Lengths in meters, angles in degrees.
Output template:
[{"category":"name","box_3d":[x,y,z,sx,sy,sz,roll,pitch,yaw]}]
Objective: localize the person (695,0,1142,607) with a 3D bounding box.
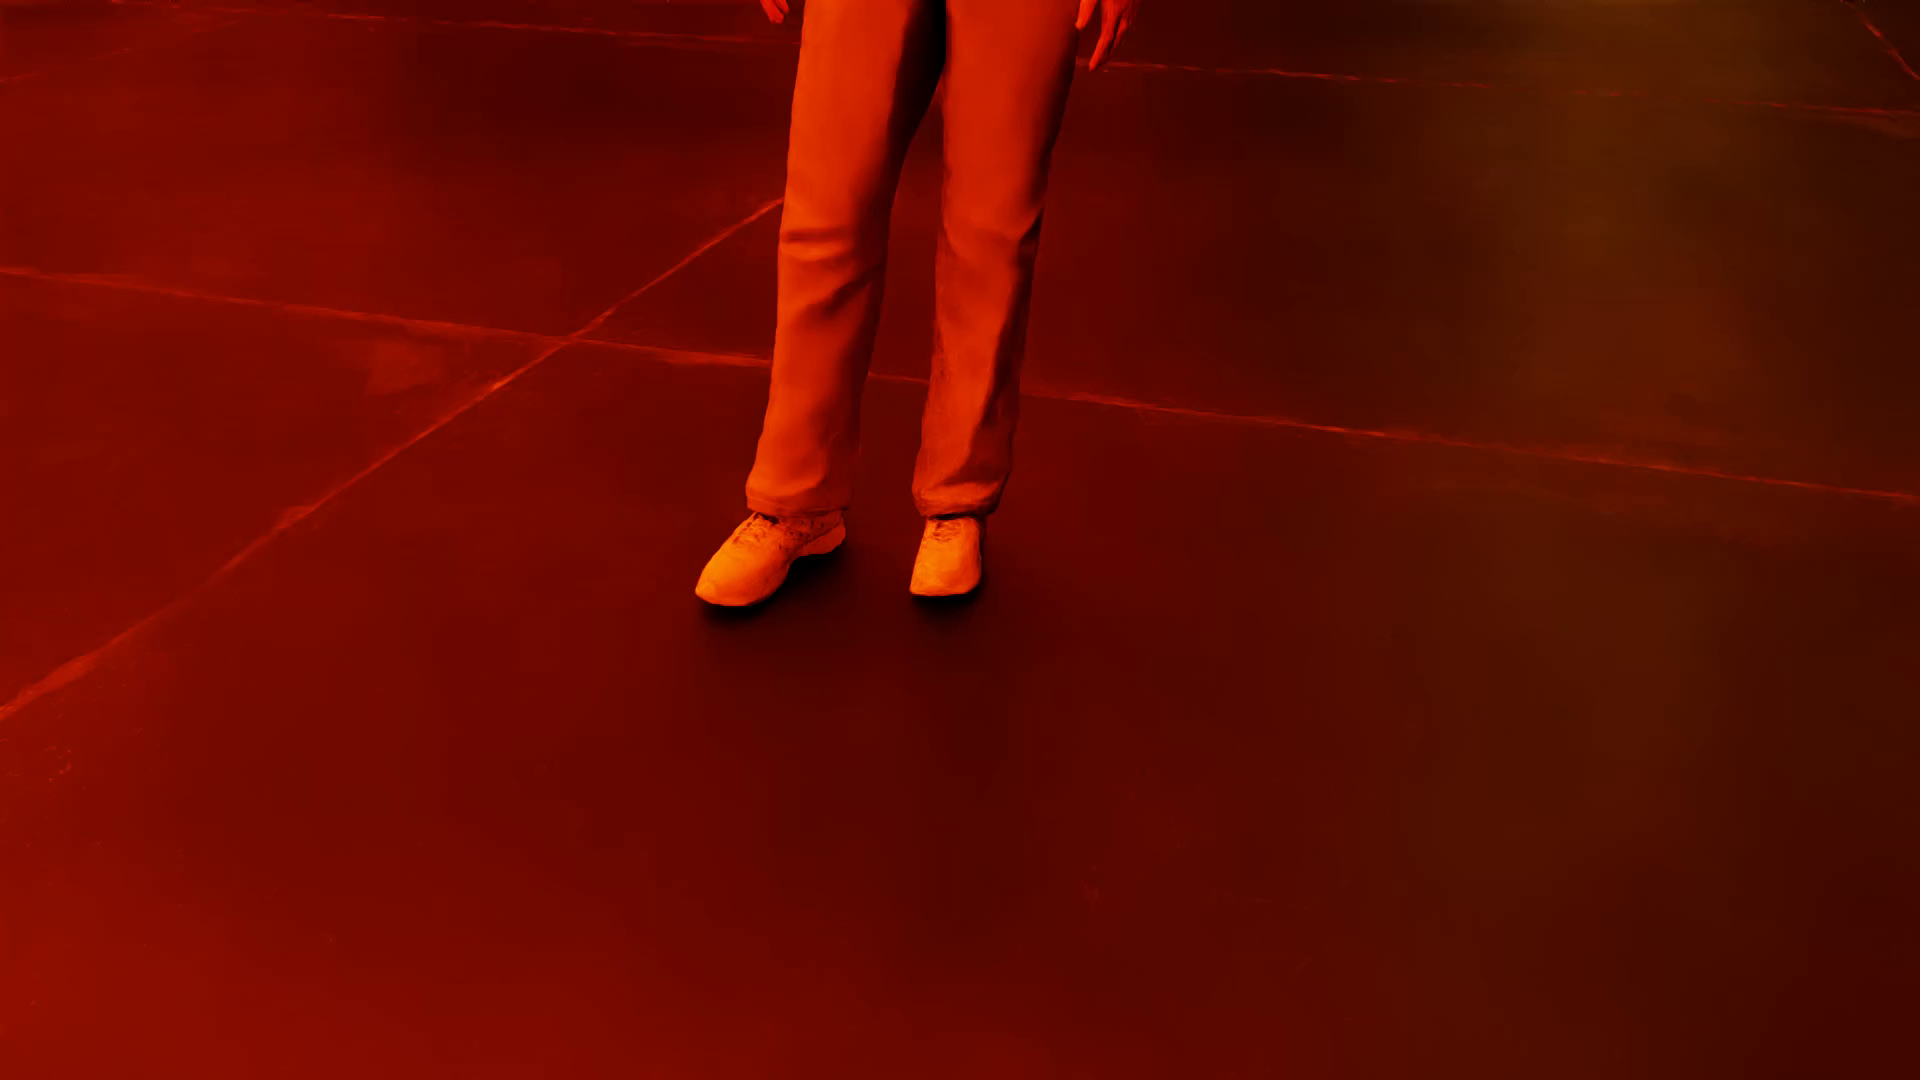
[{"category":"person","box_3d":[-0.035,-0.722,2.057,0.550,1.674,0.548,8,28,16]}]
